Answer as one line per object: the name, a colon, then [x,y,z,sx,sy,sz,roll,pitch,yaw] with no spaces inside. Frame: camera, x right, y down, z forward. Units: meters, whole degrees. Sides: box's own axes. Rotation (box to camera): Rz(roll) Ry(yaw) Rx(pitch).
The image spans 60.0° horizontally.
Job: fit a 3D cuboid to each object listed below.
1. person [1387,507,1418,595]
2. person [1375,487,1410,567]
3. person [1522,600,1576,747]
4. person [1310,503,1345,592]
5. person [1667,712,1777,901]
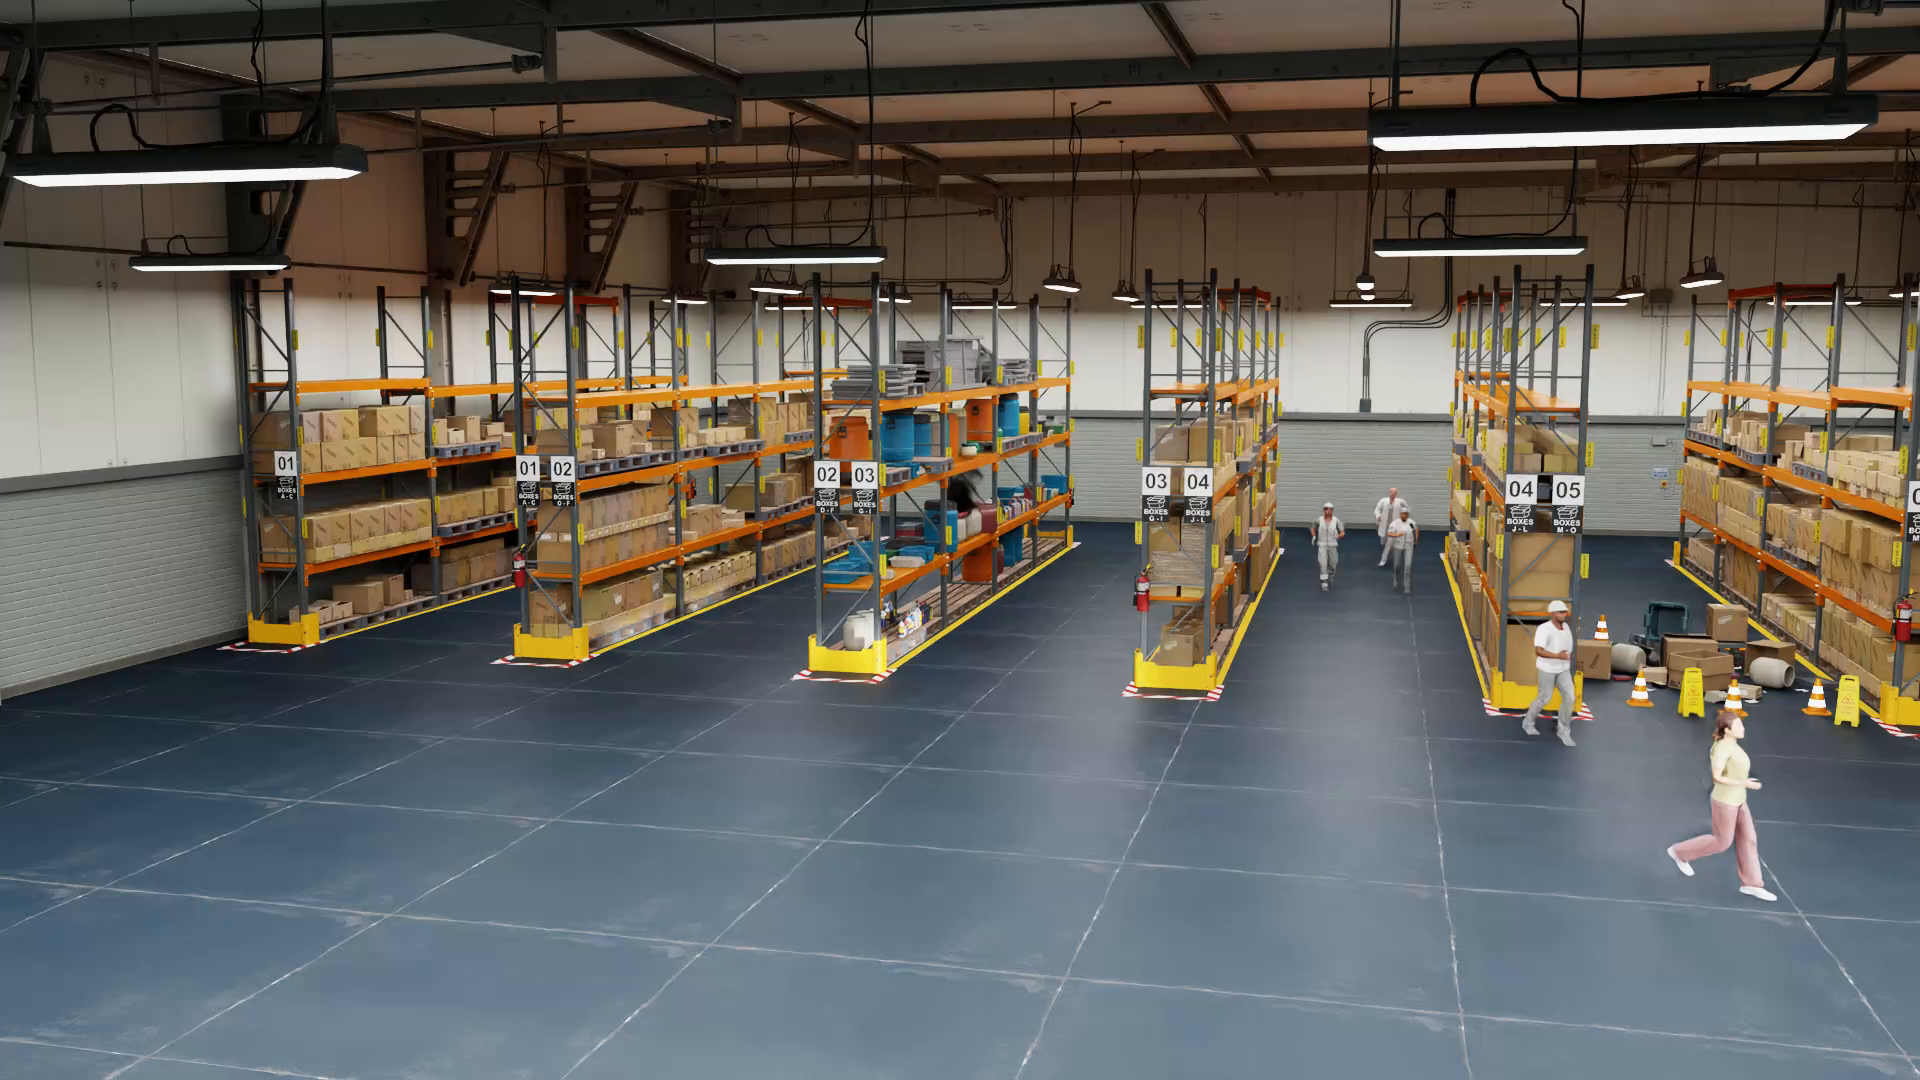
person: [8.837,0.186,33.203,0.632,1.695,0.870,1,7,8]
person: [9.663,-0.310,37.263,0.739,1.753,0.982,3,7,23]
person: [7.399,1.656,20.732,0.717,1.838,0.775,-4,8,-28]
person: [7.361,0.137,33.336,0.669,1.761,0.876,1,7,12]
person: [6.928,2.374,15.047,0.934,1.664,0.578,6,9,39]
